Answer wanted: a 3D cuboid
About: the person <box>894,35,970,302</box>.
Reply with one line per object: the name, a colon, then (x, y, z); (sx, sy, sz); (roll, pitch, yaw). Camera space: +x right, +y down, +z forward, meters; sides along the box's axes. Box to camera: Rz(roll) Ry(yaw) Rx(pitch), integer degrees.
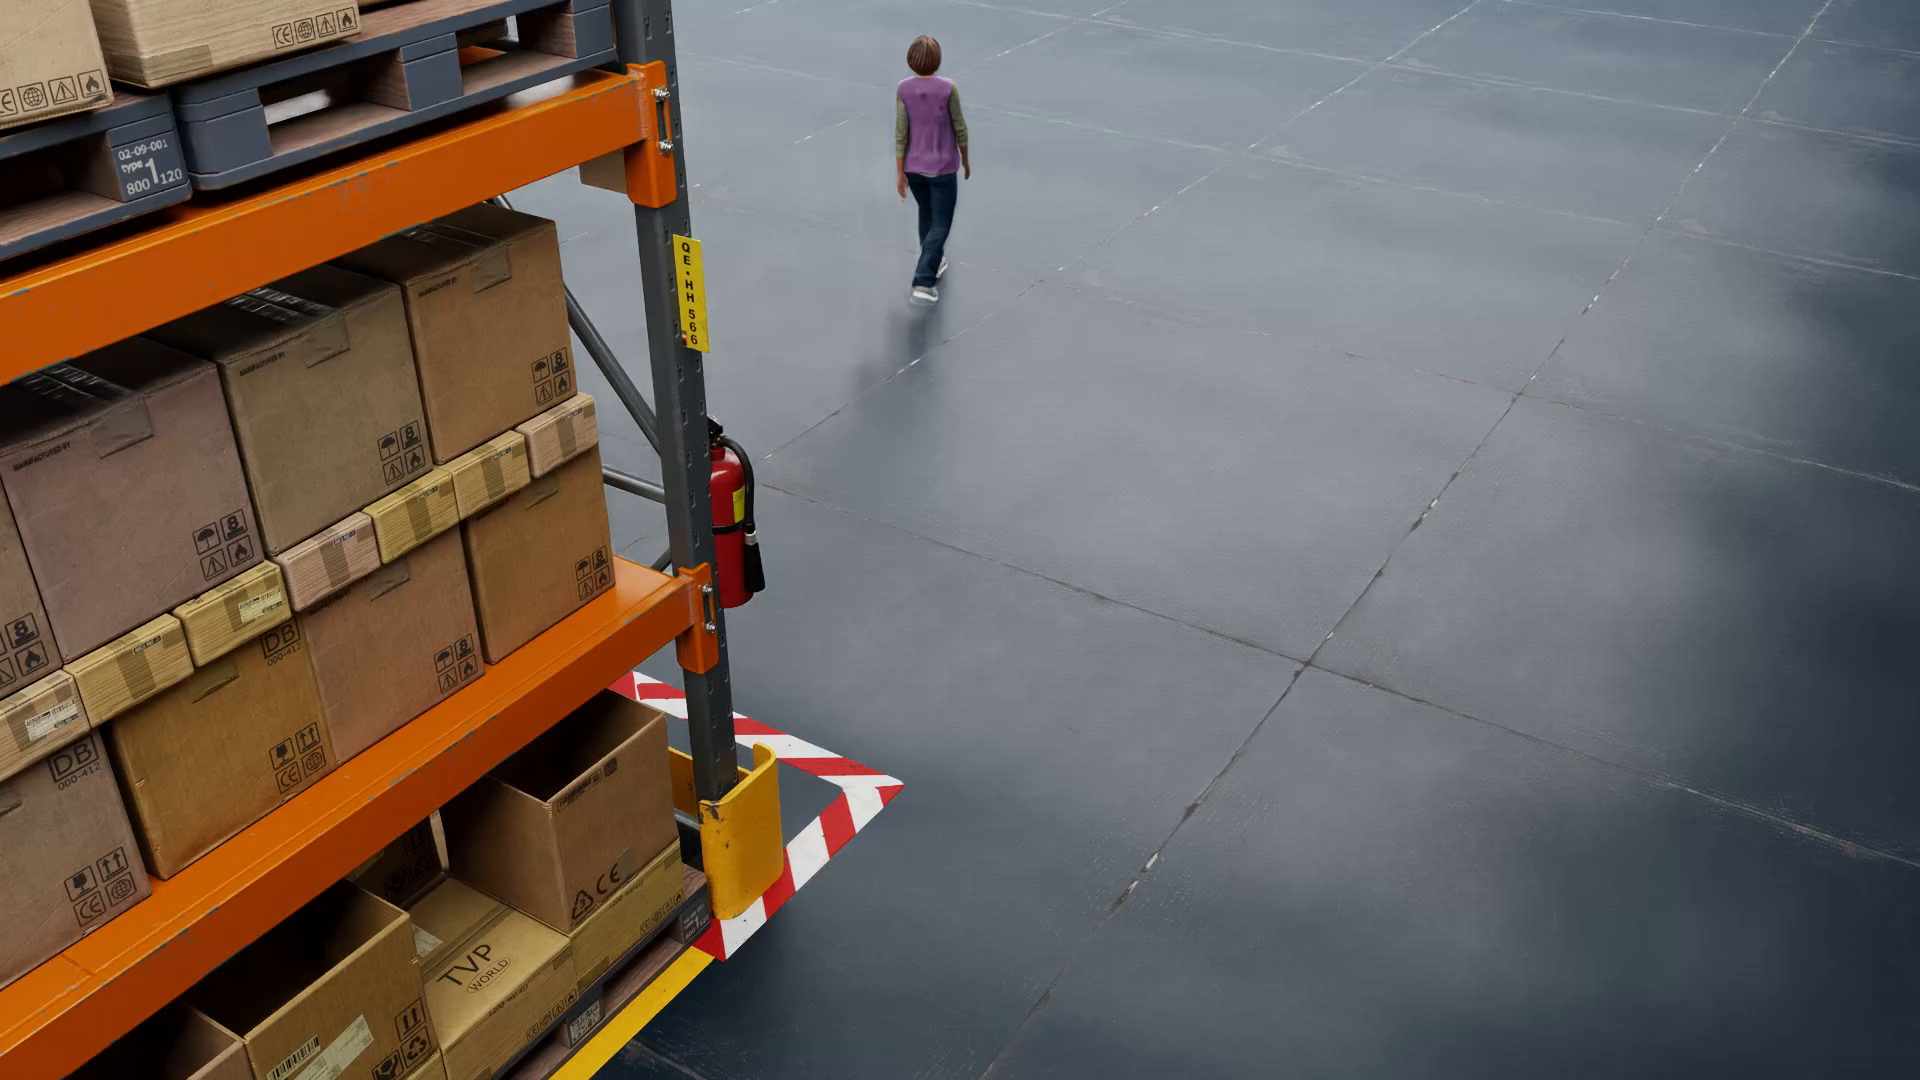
person: (-0.166, -2.189, 9.791); (0.412, 1.551, 0.896); (9, 32, 14)
